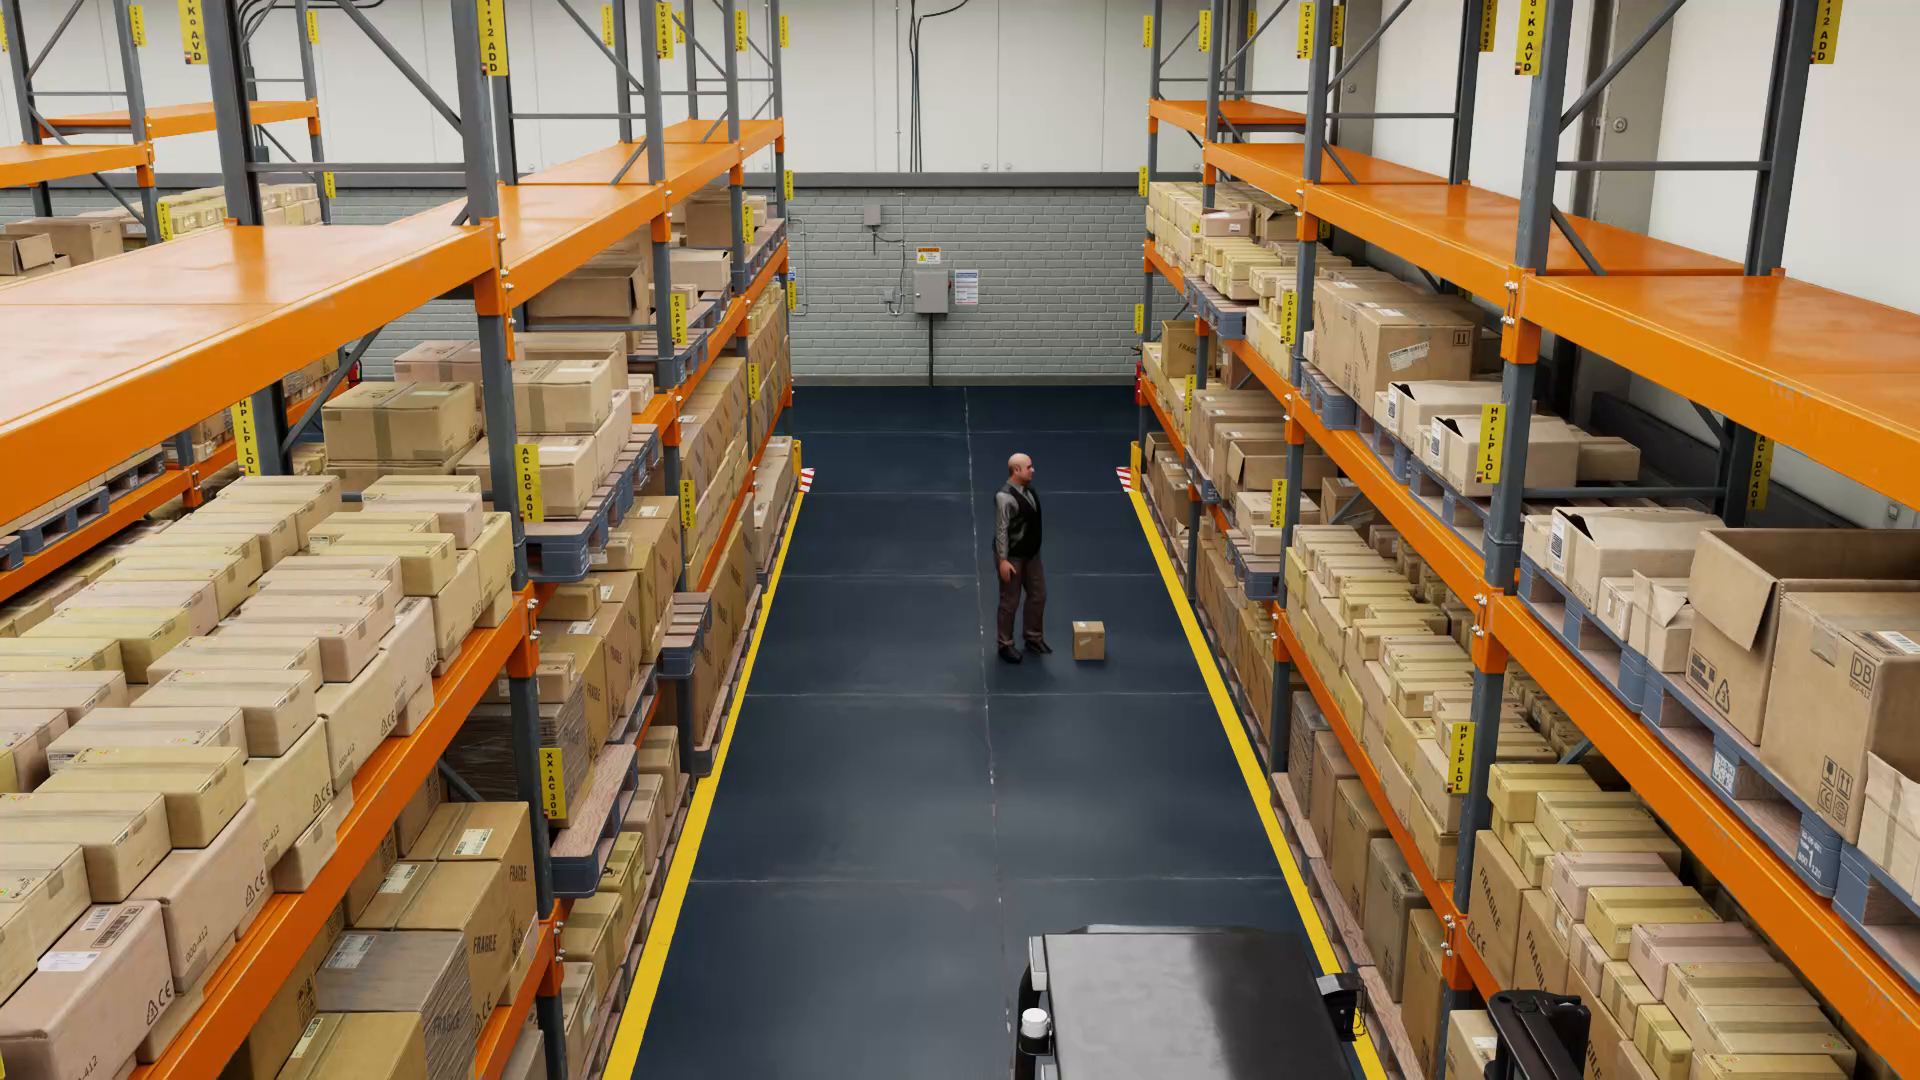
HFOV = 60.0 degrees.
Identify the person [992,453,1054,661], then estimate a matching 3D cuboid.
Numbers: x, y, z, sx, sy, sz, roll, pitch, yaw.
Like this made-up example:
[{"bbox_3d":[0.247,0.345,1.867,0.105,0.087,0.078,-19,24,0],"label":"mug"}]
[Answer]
[{"bbox_3d":[0.498,0.168,13.687,0.454,1.782,0.599,11,20,32],"label":"person"}]
